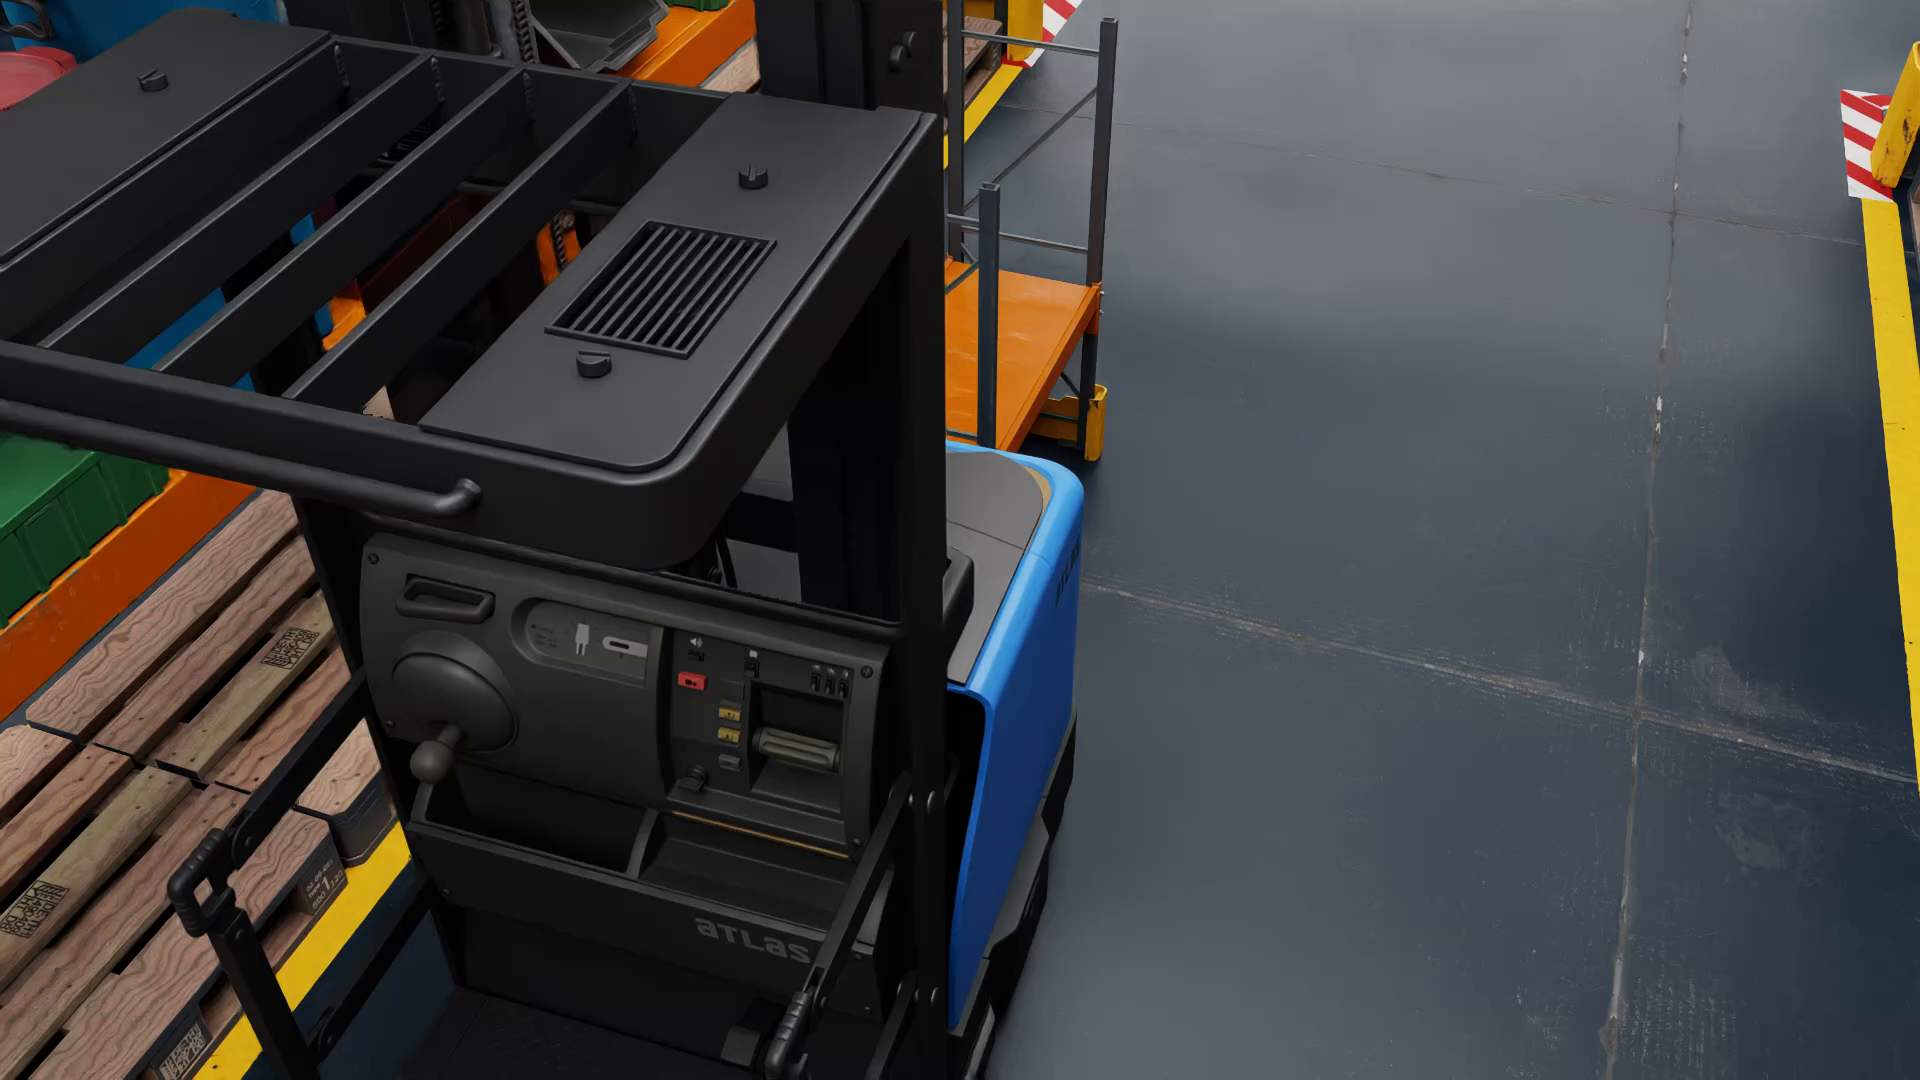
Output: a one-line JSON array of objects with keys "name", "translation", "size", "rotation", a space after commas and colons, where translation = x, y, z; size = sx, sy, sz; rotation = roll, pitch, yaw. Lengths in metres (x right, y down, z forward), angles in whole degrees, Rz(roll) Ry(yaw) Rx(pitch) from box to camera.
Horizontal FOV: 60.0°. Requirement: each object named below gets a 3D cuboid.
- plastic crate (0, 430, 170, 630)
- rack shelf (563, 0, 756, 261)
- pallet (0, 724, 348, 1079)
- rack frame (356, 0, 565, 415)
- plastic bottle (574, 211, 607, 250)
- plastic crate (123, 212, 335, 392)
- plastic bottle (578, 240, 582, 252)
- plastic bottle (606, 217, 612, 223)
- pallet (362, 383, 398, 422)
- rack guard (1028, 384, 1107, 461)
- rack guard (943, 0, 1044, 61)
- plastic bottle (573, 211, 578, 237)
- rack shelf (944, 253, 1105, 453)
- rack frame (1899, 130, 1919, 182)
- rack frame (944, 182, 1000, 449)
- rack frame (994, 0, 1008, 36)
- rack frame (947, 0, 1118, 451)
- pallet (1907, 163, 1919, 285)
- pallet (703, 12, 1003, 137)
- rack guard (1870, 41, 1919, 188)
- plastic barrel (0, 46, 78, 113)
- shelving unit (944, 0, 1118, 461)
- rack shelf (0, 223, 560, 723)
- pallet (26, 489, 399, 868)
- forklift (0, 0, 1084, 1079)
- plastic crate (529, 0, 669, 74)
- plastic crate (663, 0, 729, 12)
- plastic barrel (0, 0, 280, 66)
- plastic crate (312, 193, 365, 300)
[{"name": "plastic crate", "translation": [-1.903, -0.055, 3.166], "size": [0.450, 0.188, 0.662], "rotation": [13, 42, 15]}, {"name": "rack shelf", "translation": [-0.888, -2.206, 6.079], "size": [1.077, 0.370, 4.000], "rotation": [13, 42, 15]}, {"name": "pallet", "translation": [-2.220, 1.035, 3.874], "size": [1.003, 0.211, 1.213], "rotation": [13, 42, 15]}, {"name": "rack frame", "translation": [-1.572, -1.260, 4.416], "size": [1.000, 3.000, 0.127], "rotation": [13, 42, 15]}, {"name": "plastic bottle", "translation": [-1.342, -1.158, 6.050], "size": [0.061, 0.283, 0.133], "rotation": [13, 42, 15]}, {"name": "plastic crate", "translation": [-1.657, -0.512, 3.552], "size": [0.392, 0.384, 0.575], "rotation": [13, 42, 15]}, {"name": "plastic bottle", "translation": [-1.410, -0.948, 5.809], "size": [0.152, 0.276, 0.135], "rotation": [13, 42, 15]}, {"name": "plastic bottle", "translation": [-1.287, -1.240, 6.146], "size": [0.061, 0.283, 0.133], "rotation": [13, 42, 15]}, {"name": "pallet", "translation": [-1.303, -0.600, 5.790], "size": [1.003, 0.211, 1.213], "rotation": [13, 42, 15]}, {"name": "rack guard", "translation": [0.196, -0.445, 5.579], "size": [0.587, 0.250, 0.087], "rotation": [13, 42, 15]}, {"name": "rack guard", "translation": [-0.186, -2.692, 8.020], "size": [1.175, 0.500, 0.348], "rotation": [13, 42, 15]}, {"name": "plastic bottle", "translation": [-1.447, -1.191, 6.036], "size": [0.144, 0.351, 0.185], "rotation": [13, 42, 15]}, {"name": "rack shelf", "translation": [0.029, -0.486, 4.941], "size": [0.538, 0.185, 1.000], "rotation": [13, 42, 15]}, {"name": "rack frame", "translation": [4.449, -2.598, 5.984], "size": [1.000, 3.000, 0.127], "rotation": [13, 42, 15]}, {"name": "rack frame", "translation": [-0.145, -0.313, 4.461], "size": [0.500, 1.500, 0.032], "rotation": [13, 42, 15]}, {"name": "rack frame", "translation": [-0.204, -3.700, 7.276], "size": [1.000, 3.000, 0.127], "rotation": [13, 42, 15]}, {"name": "rack frame", "translation": [0.203, -0.933, 5.188], "size": [0.500, 1.500, 0.032], "rotation": [13, 42, 15]}, {"name": "pallet", "translation": [4.227, -1.062, 6.332], "size": [1.003, 0.211, 1.213], "rotation": [13, 42, 15]}, {"name": "pallet", "translation": [-0.469, -2.088, 7.535], "size": [1.003, 0.211, 1.213], "rotation": [13, 42, 15]}, {"name": "rack guard", "translation": [4.457, -1.662, 6.813], "size": [1.175, 0.500, 0.348], "rotation": [13, 42, 15]}, {"name": "plastic barrel", "translation": [-2.106, -0.777, 3.745], "size": [0.433, 0.535, 0.433], "rotation": [0, 40, 0]}, {"name": "shelving unit", "translation": [0.026, -0.617, 4.818], "size": [0.587, 1.500, 1.083], "rotation": [13, 42, 15]}, {"name": "rack shelf", "translation": [-2.256, 0.233, 3.220], "size": [1.077, 0.370, 4.000], "rotation": [13, 42, 15]}, {"name": "pallet", "translation": [-1.804, 0.288, 4.750], "size": [1.003, 0.211, 1.213], "rotation": [13, 42, 15]}, {"name": "forklift", "translation": [-0.635, 0.345, 2.587], "size": [1.130, 2.935, 3.031], "rotation": [12, 42, 13]}, {"name": "plastic crate", "translation": [-1.274, -1.528, 4.777], "size": [0.767, 0.338, 0.504], "rotation": [13, 42, 15]}, {"name": "plastic crate", "translation": [-0.843, -1.945, 5.382], "size": [0.450, 0.188, 0.662], "rotation": [13, 42, 15]}, {"name": "plastic barrel", "translation": [-1.989, -1.282, 4.056], "size": [0.600, 0.901, 0.708], "rotation": [13, 42, 15]}, {"name": "plastic crate", "translation": [-1.450, -0.921, 3.969], "size": [0.402, 0.464, 0.583], "rotation": [13, 42, 15]}]
